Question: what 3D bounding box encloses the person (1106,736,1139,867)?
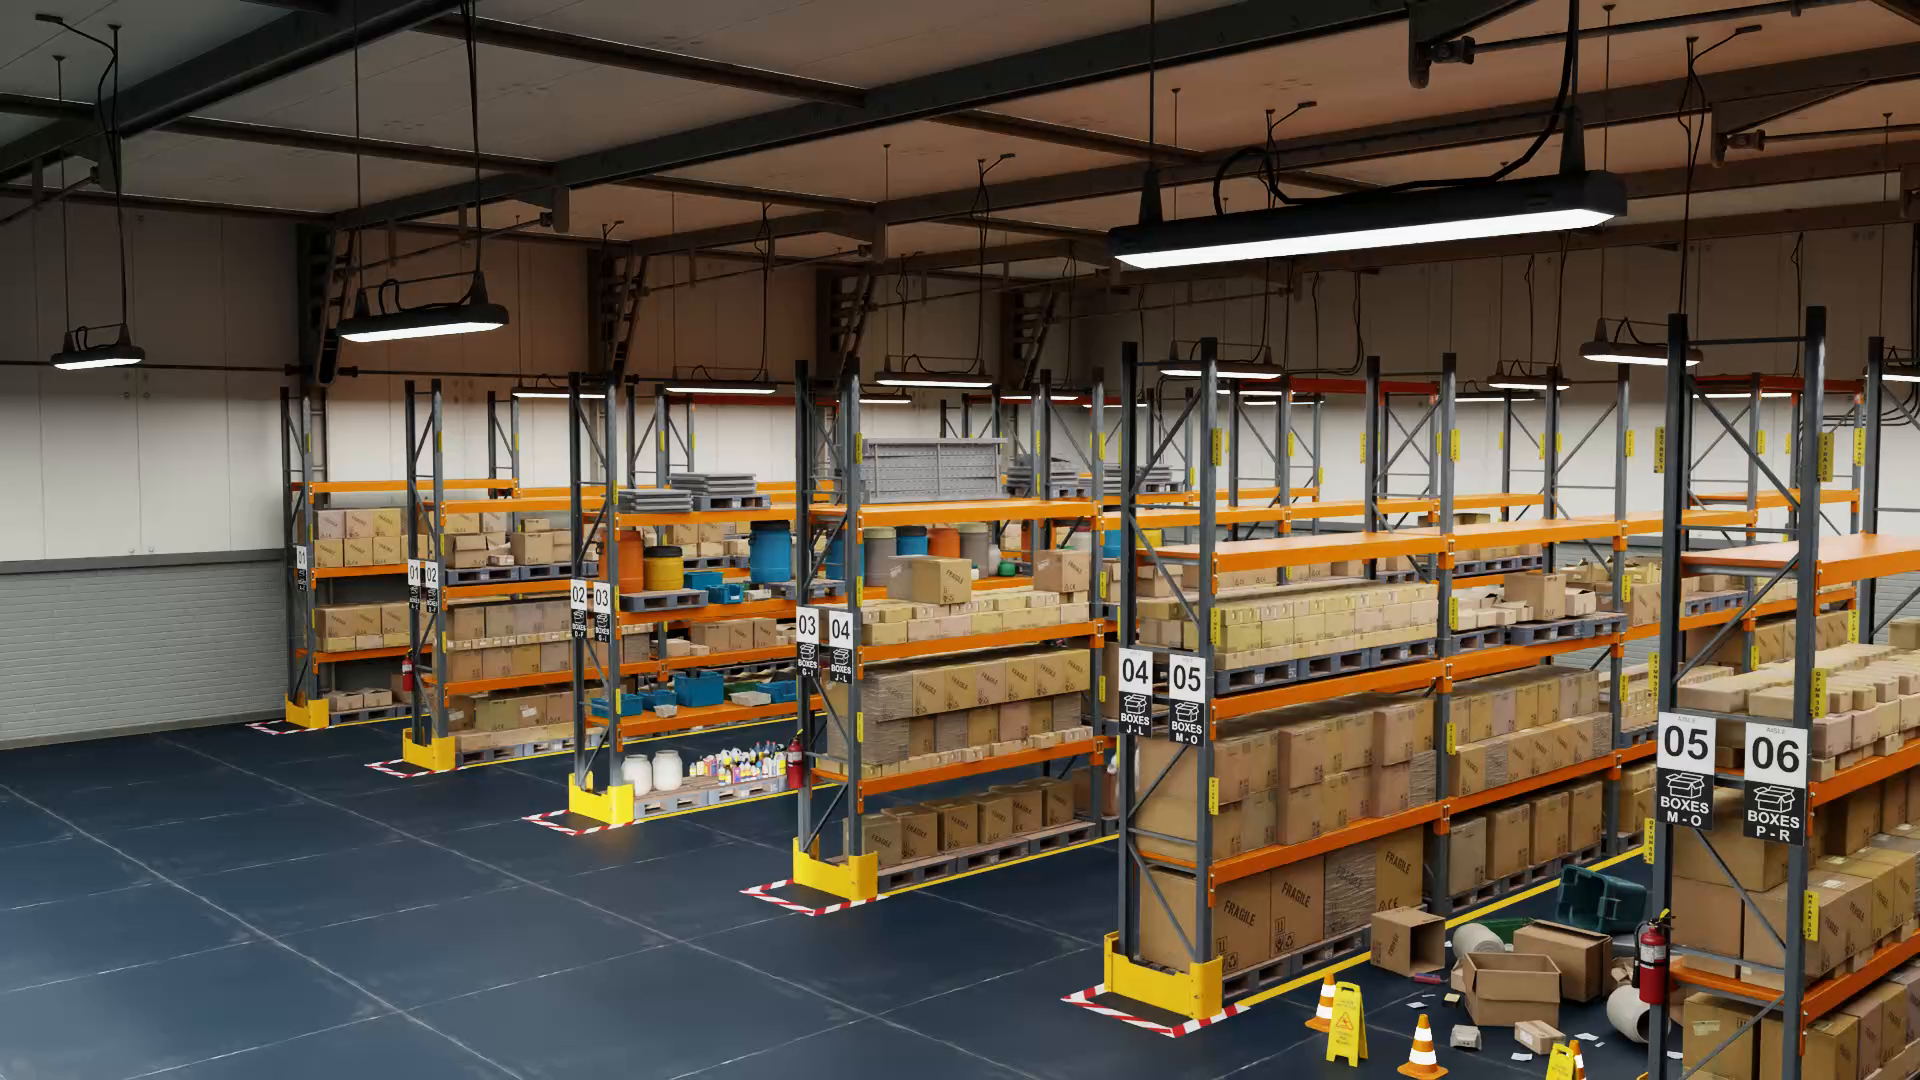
[{"bbox_3d":[2.095,3.095,19.960,0.654,1.617,0.803,-1,4,-15],"label":"person"}]
